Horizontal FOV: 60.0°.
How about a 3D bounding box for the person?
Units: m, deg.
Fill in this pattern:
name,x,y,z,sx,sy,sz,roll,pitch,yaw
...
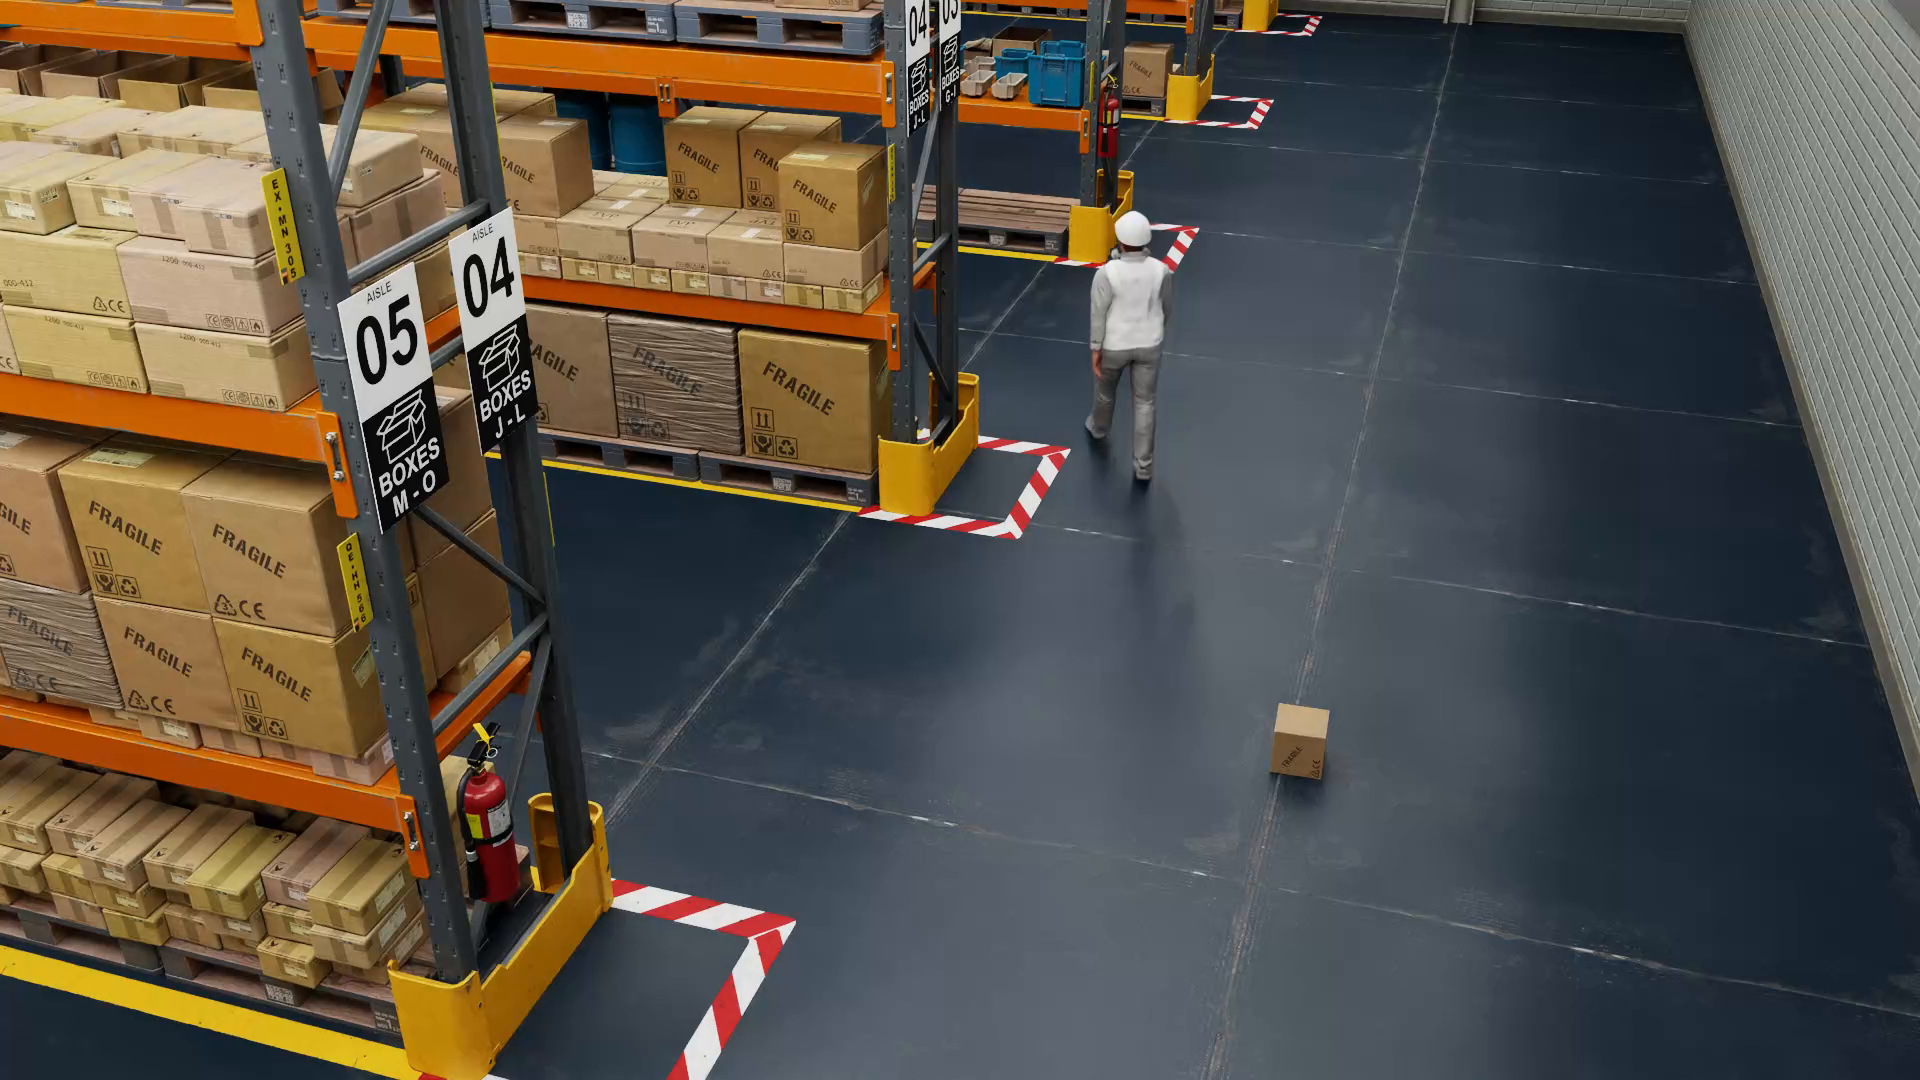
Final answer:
name,x,y,z,sx,sy,sz,roll,pitch,yaw
person,1.096,-1.353,10.892,0.560,1.715,0.997,-2,29,-3
